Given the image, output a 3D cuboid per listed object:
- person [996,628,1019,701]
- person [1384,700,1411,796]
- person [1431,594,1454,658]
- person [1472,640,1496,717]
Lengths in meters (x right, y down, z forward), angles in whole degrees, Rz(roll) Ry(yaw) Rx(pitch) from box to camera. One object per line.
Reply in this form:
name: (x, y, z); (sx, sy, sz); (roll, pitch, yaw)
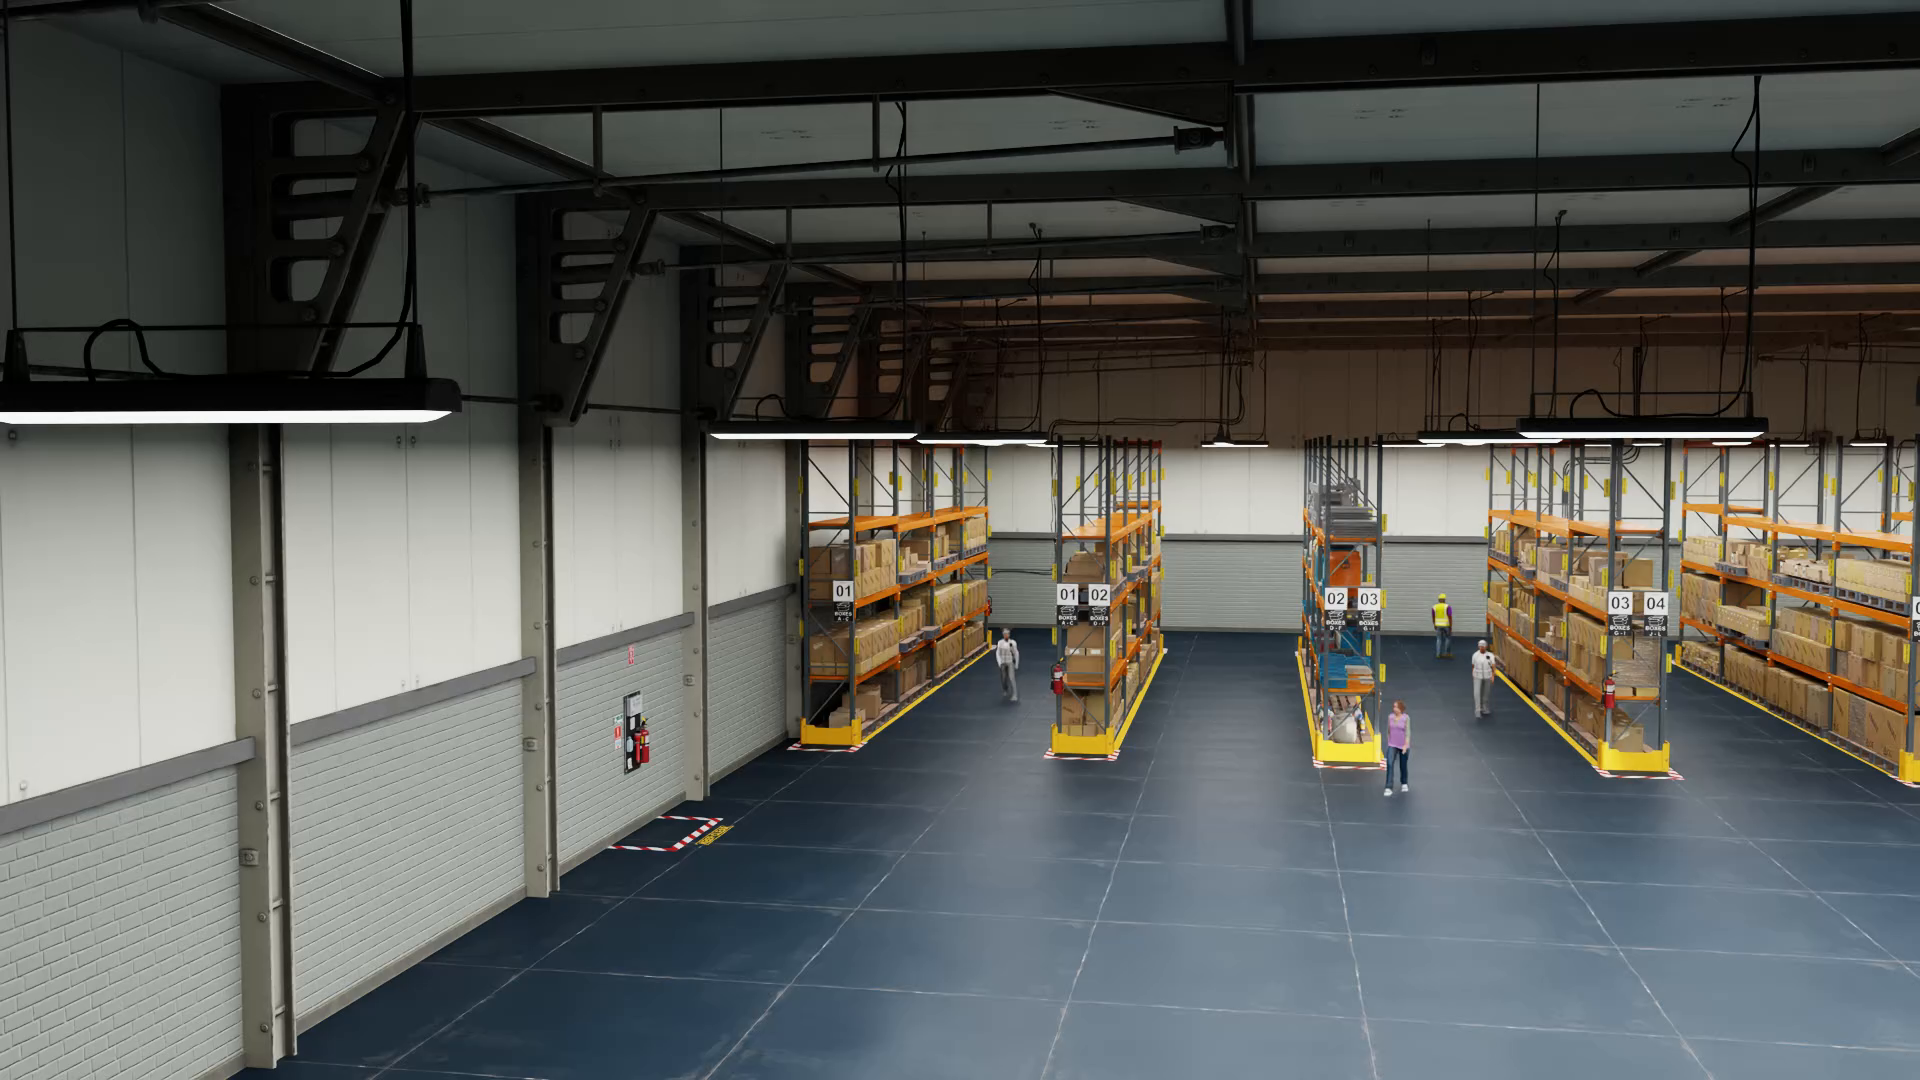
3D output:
person: (1.117, 2.833, 38.189); (0.594, 1.626, 0.802); (1, 3, 21)
person: (7.248, 3.484, 27.547); (0.428, 1.450, 0.898); (2, 3, 27)
person: (13.330, 2.364, 45.876); (0.593, 1.781, 0.618); (2, 4, 32)
person: (11.238, 2.962, 35.703); (0.492, 1.611, 0.940); (1, 3, 19)
